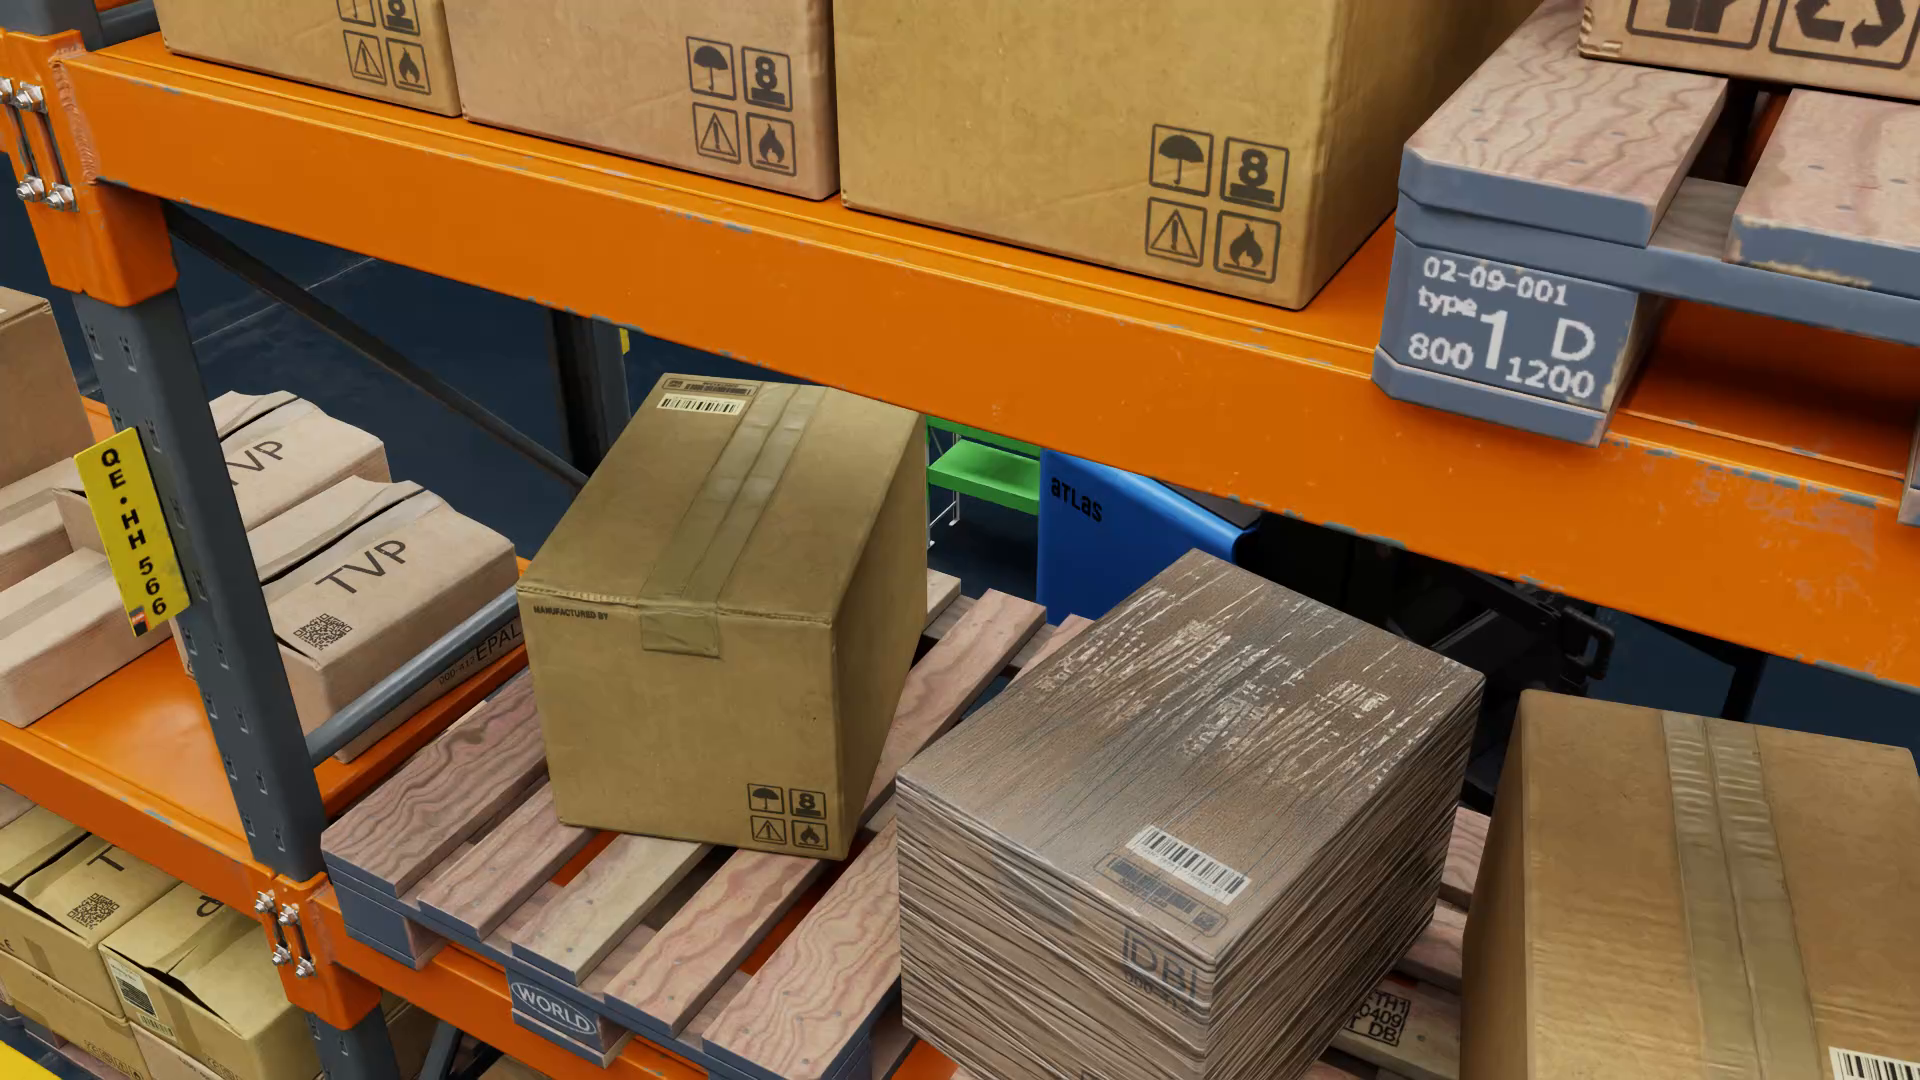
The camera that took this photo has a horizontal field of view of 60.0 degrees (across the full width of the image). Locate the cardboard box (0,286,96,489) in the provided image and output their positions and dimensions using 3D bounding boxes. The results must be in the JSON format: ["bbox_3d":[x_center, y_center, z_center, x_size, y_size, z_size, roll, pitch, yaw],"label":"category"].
[{"bbox_3d":[-2.439,-0.289,3.888,0.500,0.500,0.500,16,37,22],"label":"cardboard box"}]

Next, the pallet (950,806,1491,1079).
[{"bbox_3d":[0.717,0.818,2.488,1.213,0.211,1.003,18,37,24],"label":"pallet"}]

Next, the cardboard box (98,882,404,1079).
[{"bbox_3d":[-1.551,0.916,3.763,0.500,0.311,0.500,19,38,26],"label":"cardboard box"}]

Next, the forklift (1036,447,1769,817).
[{"bbox_3d":[1.549,-0.206,3.915,1.130,2.935,3.031,-25,41,-32],"label":"forklift"}]

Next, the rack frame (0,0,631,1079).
[{"bbox_3d":[-0.974,0.206,3.235,0.127,3.000,1.000,18,37,24],"label":"rack frame"}]

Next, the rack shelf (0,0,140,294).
[{"bbox_3d":[-2.710,-1.293,3.429,4.000,0.370,1.077,18,37,24],"label":"rack shelf"}]

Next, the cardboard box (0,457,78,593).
[{"bbox_3d":[-2.109,-0.013,3.790,0.250,0.149,0.380,21,39,28],"label":"cardboard box"}]

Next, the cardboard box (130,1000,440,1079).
[{"bbox_3d":[-1.552,1.148,3.921,0.500,0.250,0.500,19,38,25],"label":"cardboard box"}]

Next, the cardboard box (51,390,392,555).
[{"bbox_3d":[-1.654,-0.096,3.769,0.500,0.311,0.500,17,37,24],"label":"cardboard box"}]

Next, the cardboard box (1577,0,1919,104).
[{"bbox_3d":[0.939,-0.740,1.390,0.600,0.600,0.600,16,37,23],"label":"cardboard box"}]

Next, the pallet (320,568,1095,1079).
[{"bbox_3d":[-0.350,0.438,3.059,1.003,0.211,1.213,18,37,24],"label":"pallet"}]

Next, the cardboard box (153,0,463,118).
[{"bbox_3d":[-0.578,-0.981,2.220,0.500,0.500,0.910,18,37,24],"label":"cardboard box"}]

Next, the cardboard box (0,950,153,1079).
[{"bbox_3d":[-2.001,1.008,4.132,0.500,0.250,0.500,17,37,24],"label":"cardboard box"}]

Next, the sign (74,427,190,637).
[{"bbox_3d":[-1.246,-0.008,2.511,0.005,0.325,0.100,18,37,24],"label":"sign"}]

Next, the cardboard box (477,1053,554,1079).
[{"bbox_3d":[-0.720,1.326,3.411,0.500,0.500,0.500,19,38,26],"label":"cardboard box"}]

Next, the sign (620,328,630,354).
[{"bbox_3d":[-0.713,-0.507,3.332,0.005,0.325,0.100,18,37,24],"label":"sign"}]

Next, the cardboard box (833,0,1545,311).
[{"bbox_3d":[0.316,-0.697,1.794,0.500,0.500,0.910,18,37,24],"label":"cardboard box"}]

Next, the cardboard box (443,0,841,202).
[{"bbox_3d":[-0.135,-0.840,2.009,0.500,0.500,0.910,18,37,24],"label":"cardboard box"}]

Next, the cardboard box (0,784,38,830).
[{"bbox_3d":[-2.442,0.637,4.184,0.500,0.311,0.500,17,37,24],"label":"cardboard box"}]

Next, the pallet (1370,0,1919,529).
[{"bbox_3d":[1.066,-0.361,1.550,1.003,0.211,1.213,18,37,24],"label":"pallet"}]

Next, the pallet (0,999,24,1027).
[{"bbox_3d":[-2.724,0.785,4.880,1.213,0.211,1.003,18,37,24],"label":"pallet"}]

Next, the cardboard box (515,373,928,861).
[{"bbox_3d":[-0.371,0.108,2.912,0.500,0.500,0.700,6,34,9],"label":"cardboard box"}]

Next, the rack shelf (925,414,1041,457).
[{"bbox_3d":[0.144,-0.401,5.885,0.480,0.148,0.258,18,37,24],"label":"rack shelf"}]

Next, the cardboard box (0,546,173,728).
[{"bbox_3d":[-1.892,0.196,3.476,0.250,0.149,0.380,18,37,24],"label":"cardboard box"}]

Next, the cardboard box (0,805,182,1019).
[{"bbox_3d":[-2.005,0.777,3.973,0.500,0.311,0.500,17,37,24],"label":"cardboard box"}]

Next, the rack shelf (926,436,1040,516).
[{"bbox_3d":[0.144,-0.201,6.018,0.480,0.148,0.258,18,37,24],"label":"rack shelf"}]

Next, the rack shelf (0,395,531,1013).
[{"bbox_3d":[-2.710,-0.045,4.260,4.000,0.370,1.077,18,37,24],"label":"rack shelf"}]

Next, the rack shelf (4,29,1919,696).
[{"bbox_3d":[0.763,-0.193,1.777,4.000,0.370,1.077,18,37,24],"label":"rack shelf"}]

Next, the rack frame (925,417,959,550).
[{"bbox_3d":[-0.068,-0.521,5.950,0.015,1.200,0.240,18,37,24],"label":"rack frame"}]

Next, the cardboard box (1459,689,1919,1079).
[{"bbox_3d":[0.935,0.633,2.124,0.500,0.500,0.700,8,35,12],"label":"cardboard box"}]

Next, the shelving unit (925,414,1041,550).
[{"bbox_3d":[0.144,-0.454,5.849,0.503,1.200,0.258,18,37,24],"label":"shelving unit"}]

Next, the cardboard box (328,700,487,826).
[{"bbox_3d":[-1.283,0.657,4.154,0.500,0.311,0.500,19,38,26],"label":"cardboard box"}]

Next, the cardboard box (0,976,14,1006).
[{"bbox_3d":[-2.436,0.868,4.342,0.500,0.250,0.500,18,38,25],"label":"cardboard box"}]

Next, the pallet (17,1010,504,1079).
[{"bbox_3d":[-1.669,1.121,4.376,1.213,0.211,1.003,18,37,24],"label":"pallet"}]

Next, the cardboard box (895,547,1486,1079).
[{"bbox_3d":[0.328,0.452,2.396,0.500,0.500,0.700,25,41,33],"label":"cardboard box"}]

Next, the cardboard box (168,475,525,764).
[{"bbox_3d":[-1.268,0.122,3.441,0.500,0.311,0.500,20,39,27],"label":"cardboard box"}]

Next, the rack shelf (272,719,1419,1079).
[{"bbox_3d":[0.763,1.055,2.608,4.000,0.370,1.077,18,37,24],"label":"rack shelf"}]
